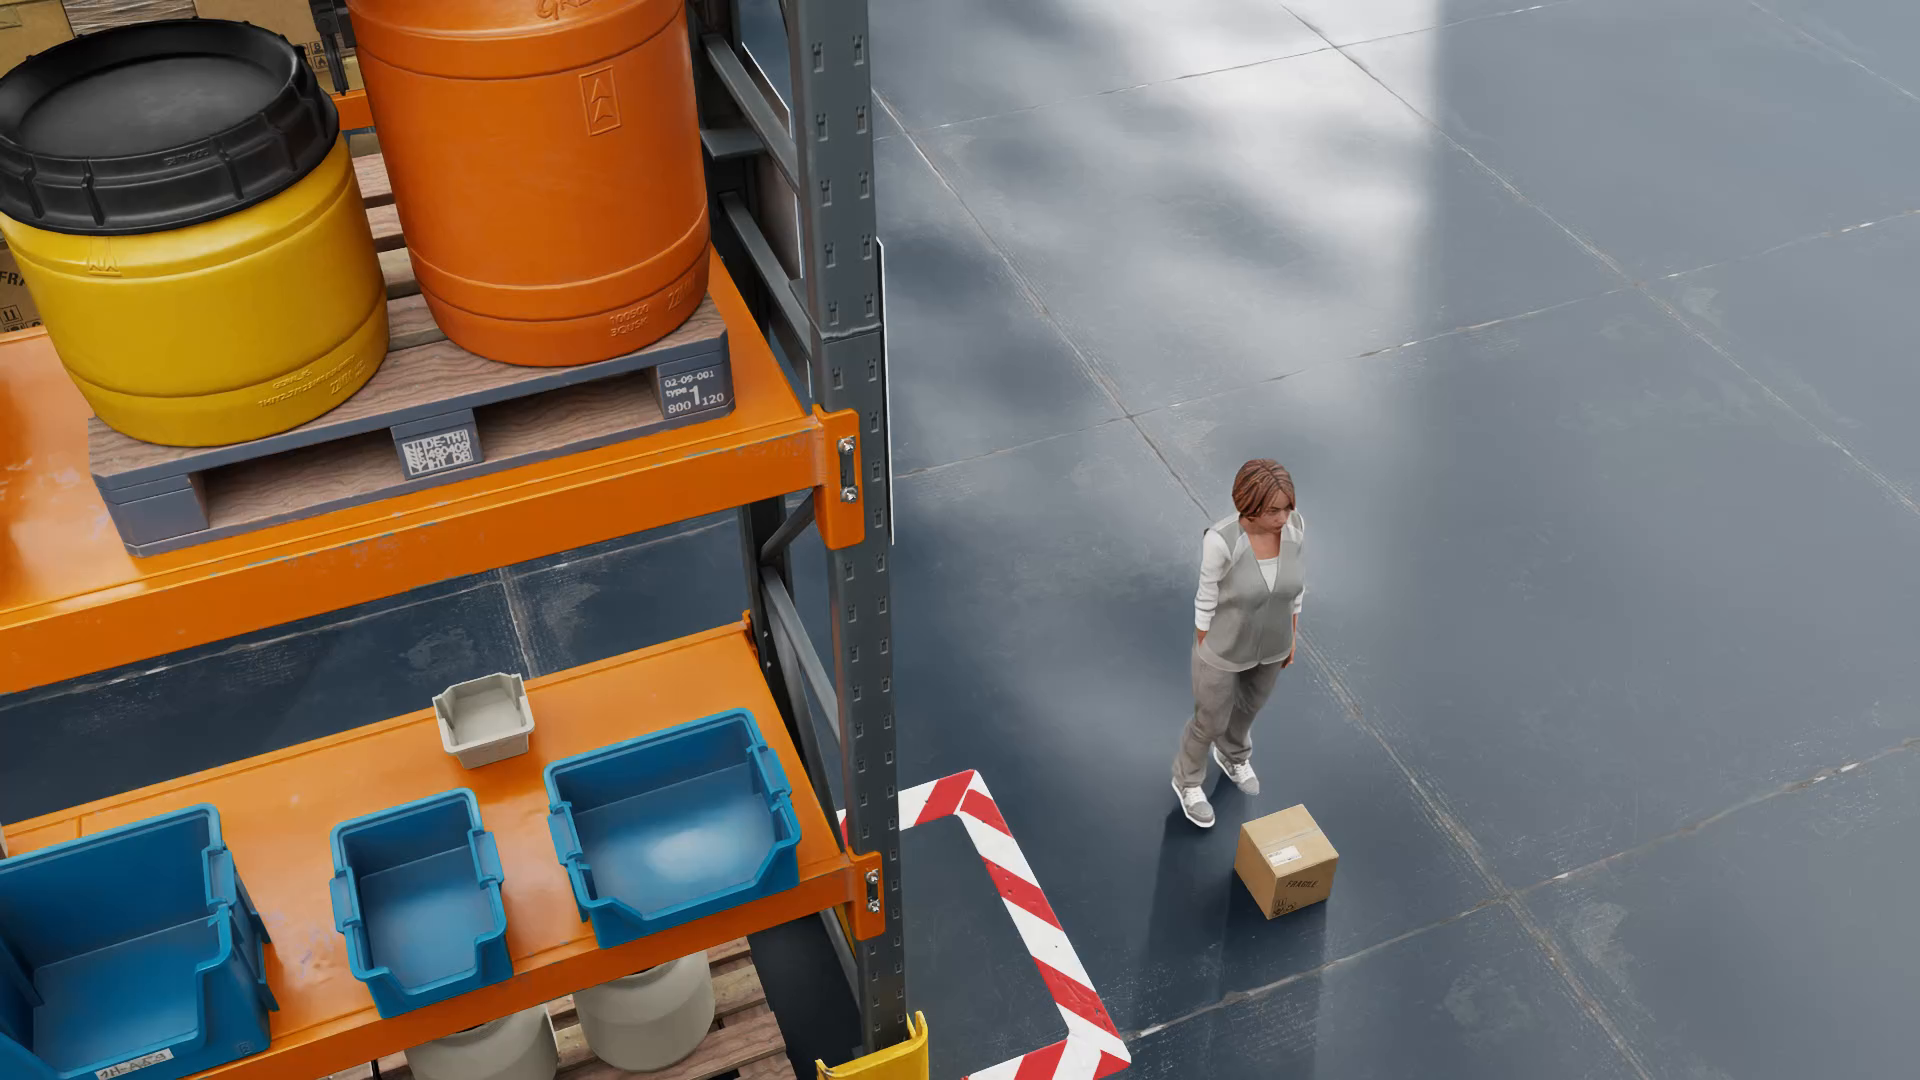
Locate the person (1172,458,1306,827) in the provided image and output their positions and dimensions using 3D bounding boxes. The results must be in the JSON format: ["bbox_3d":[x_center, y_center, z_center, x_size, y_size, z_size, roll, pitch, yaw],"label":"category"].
[{"bbox_3d":[0.983,0.366,5.794,0.406,1.634,0.338,-15,44,-15],"label":"person"}]
